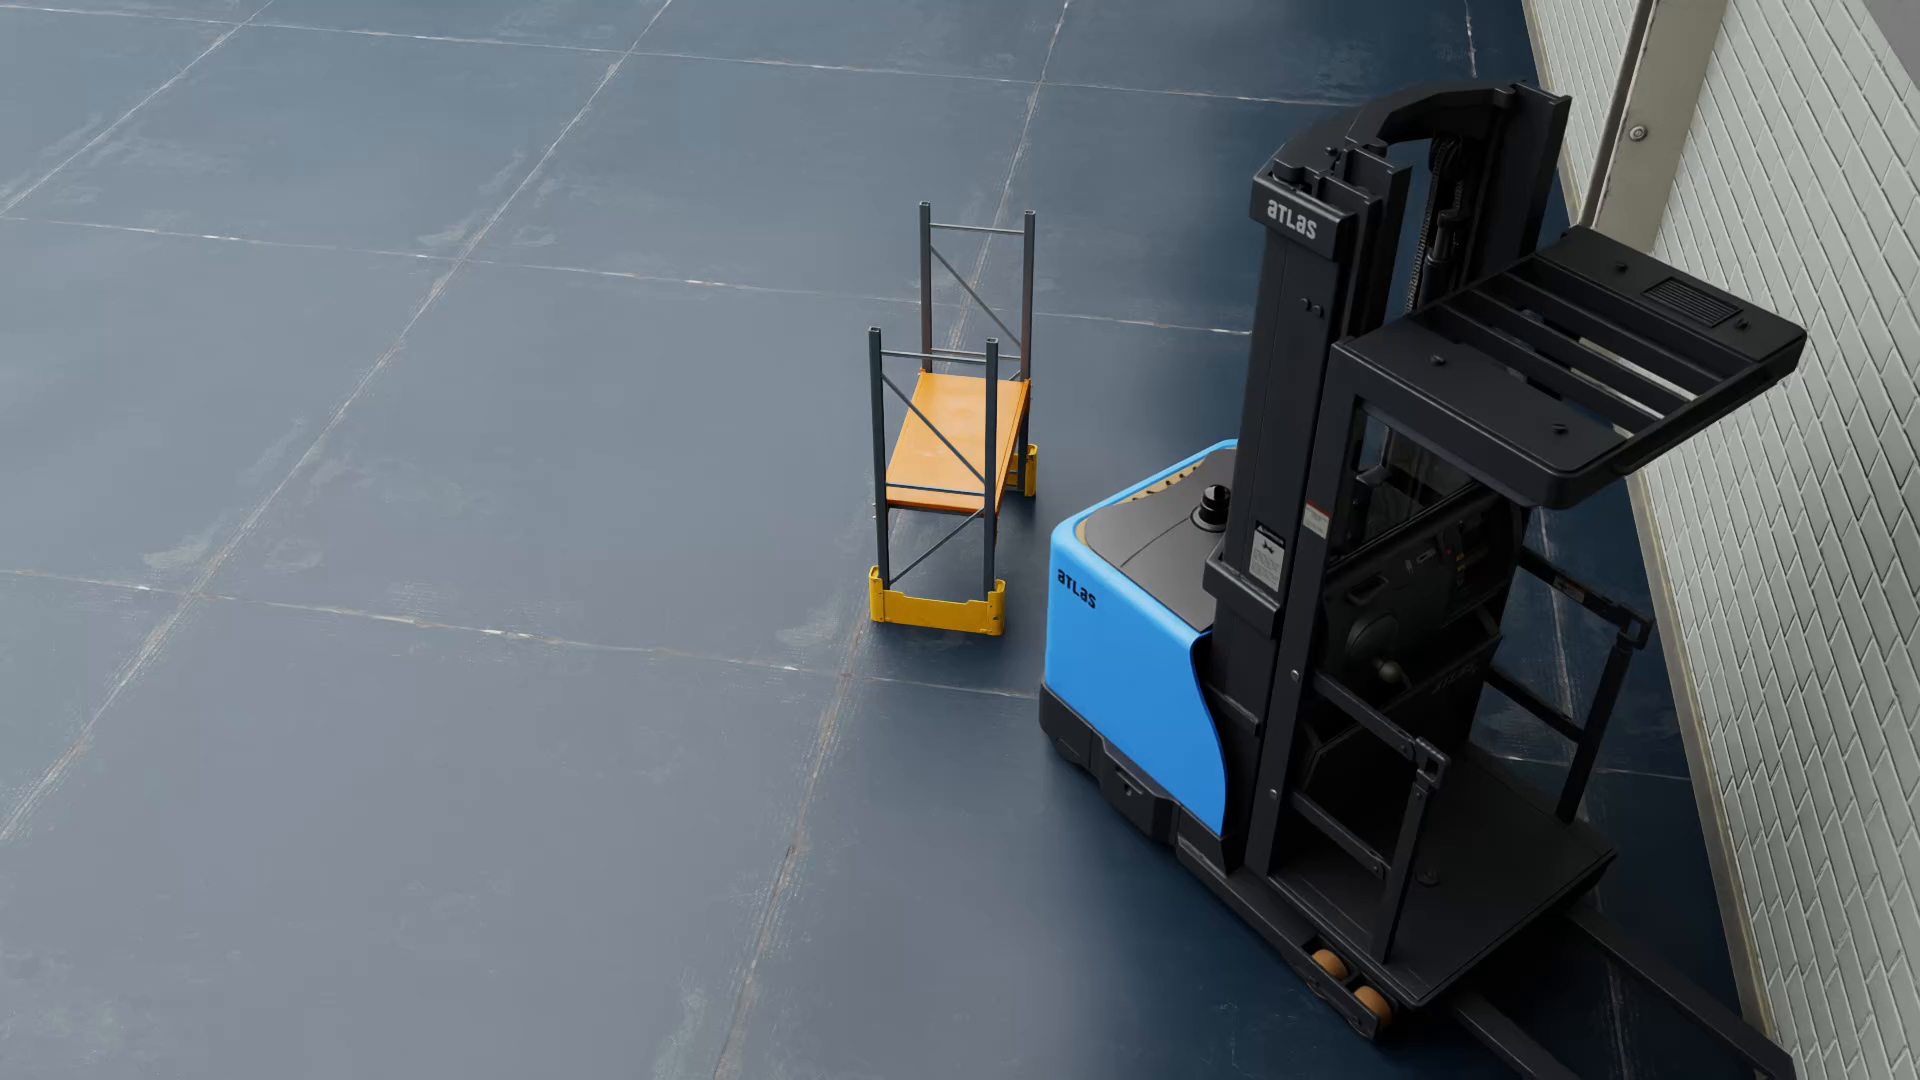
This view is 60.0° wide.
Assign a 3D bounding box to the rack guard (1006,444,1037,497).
[{"bbox_3d":[0.073,-0.361,7.991,0.587,0.250,0.087,6,40,8],"label":"rack guard"}]

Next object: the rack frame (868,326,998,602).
[{"bbox_3d":[-0.103,-0.205,6.821,0.500,1.500,0.032,6,40,8],"label":"rack frame"}]

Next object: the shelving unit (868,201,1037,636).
[{"bbox_3d":[-0.013,-0.530,7.214,0.587,1.500,1.083,6,40,8],"label":"shelving unit"}]

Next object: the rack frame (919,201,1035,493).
[{"bbox_3d":[0.073,-0.844,7.593,0.500,1.500,0.032,6,40,8],"label":"rack frame"}]

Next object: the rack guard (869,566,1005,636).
[{"bbox_3d":[-0.099,0.264,7.234,0.587,0.250,0.087,6,40,8],"label":"rack guard"}]

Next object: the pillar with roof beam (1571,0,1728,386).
[{"bbox_3d":[-0.933,-4.886,6.598,9.100,9.000,0.400,6,40,8],"label":"pillar with roof beam"}]

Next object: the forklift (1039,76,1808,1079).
[{"bbox_3d":[1.617,0.206,5.201,1.130,2.935,3.031,-26,46,-28],"label":"forklift"}]

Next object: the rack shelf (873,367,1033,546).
[{"bbox_3d":[-0.015,-0.386,7.322,0.538,0.185,1.000,6,40,8],"label":"rack shelf"}]
